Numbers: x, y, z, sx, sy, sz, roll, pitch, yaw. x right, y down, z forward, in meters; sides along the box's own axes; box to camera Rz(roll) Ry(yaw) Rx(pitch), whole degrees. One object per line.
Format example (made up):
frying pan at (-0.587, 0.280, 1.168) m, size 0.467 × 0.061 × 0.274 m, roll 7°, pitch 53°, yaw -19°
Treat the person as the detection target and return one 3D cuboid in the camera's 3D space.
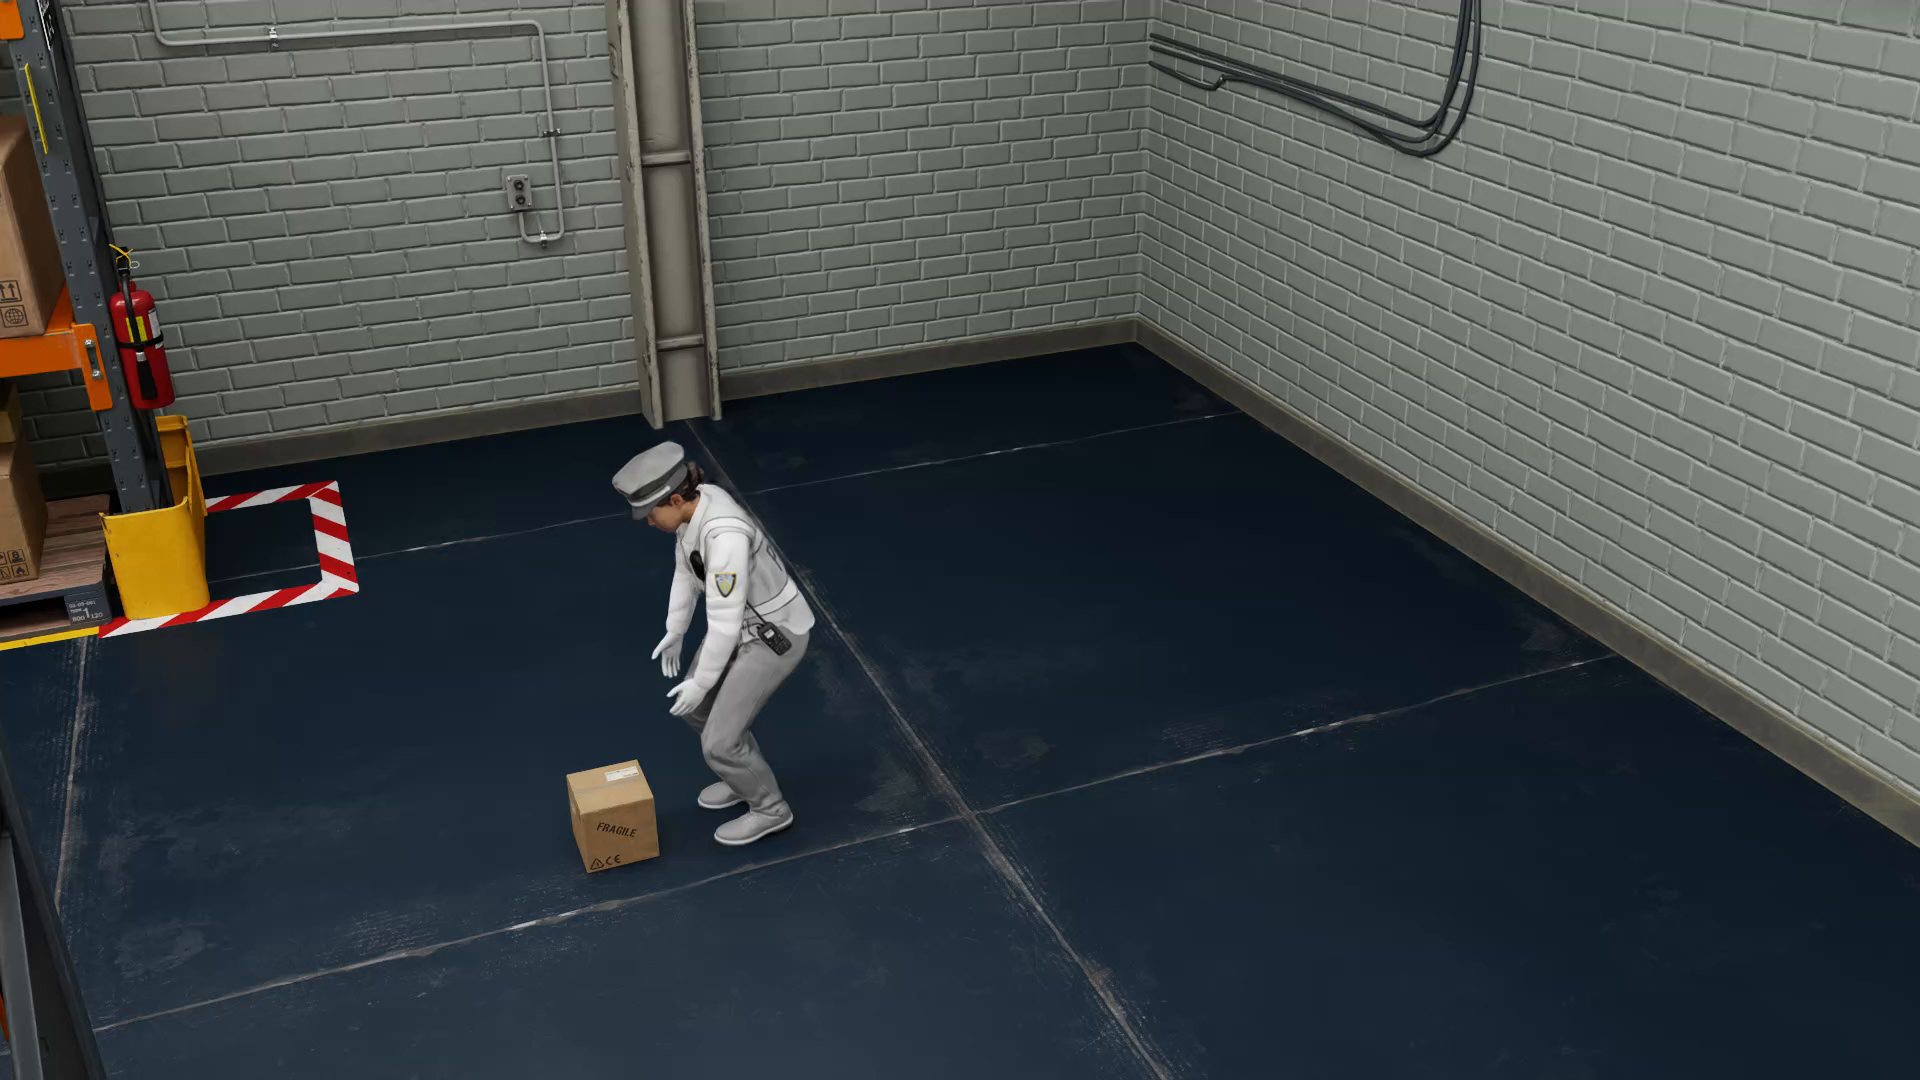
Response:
person at (-0.802, 0.351, 5.620) m, size 0.634 × 1.479 × 0.531 m, roll -10°, pitch 28°, yaw -20°
